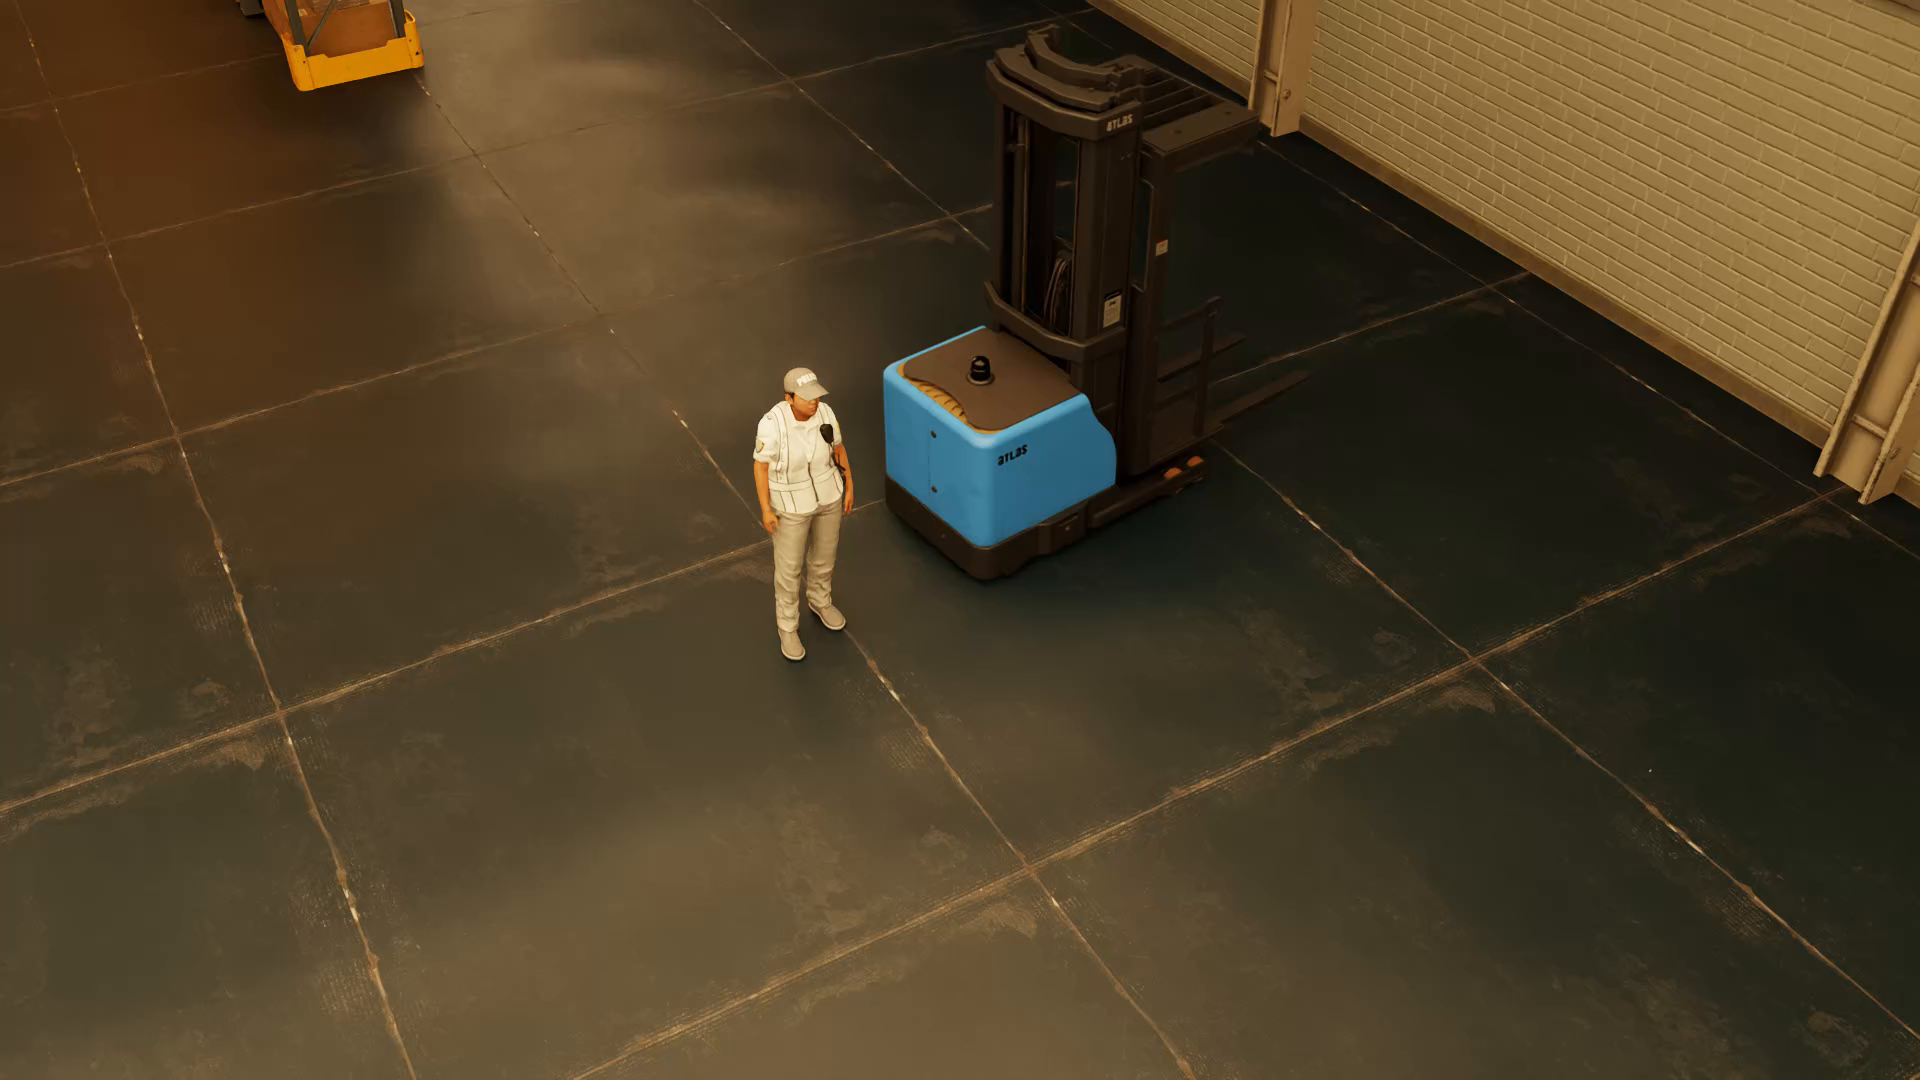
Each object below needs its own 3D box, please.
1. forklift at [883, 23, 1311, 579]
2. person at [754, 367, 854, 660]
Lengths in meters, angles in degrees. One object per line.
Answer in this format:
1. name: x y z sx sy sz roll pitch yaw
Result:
1. forklift: 0.999 -1.667 10.046 3.031 2.935 1.130 -26 46 -28
2. person: -0.837 -0.173 9.224 0.599 1.670 0.529 -20 44 -23
